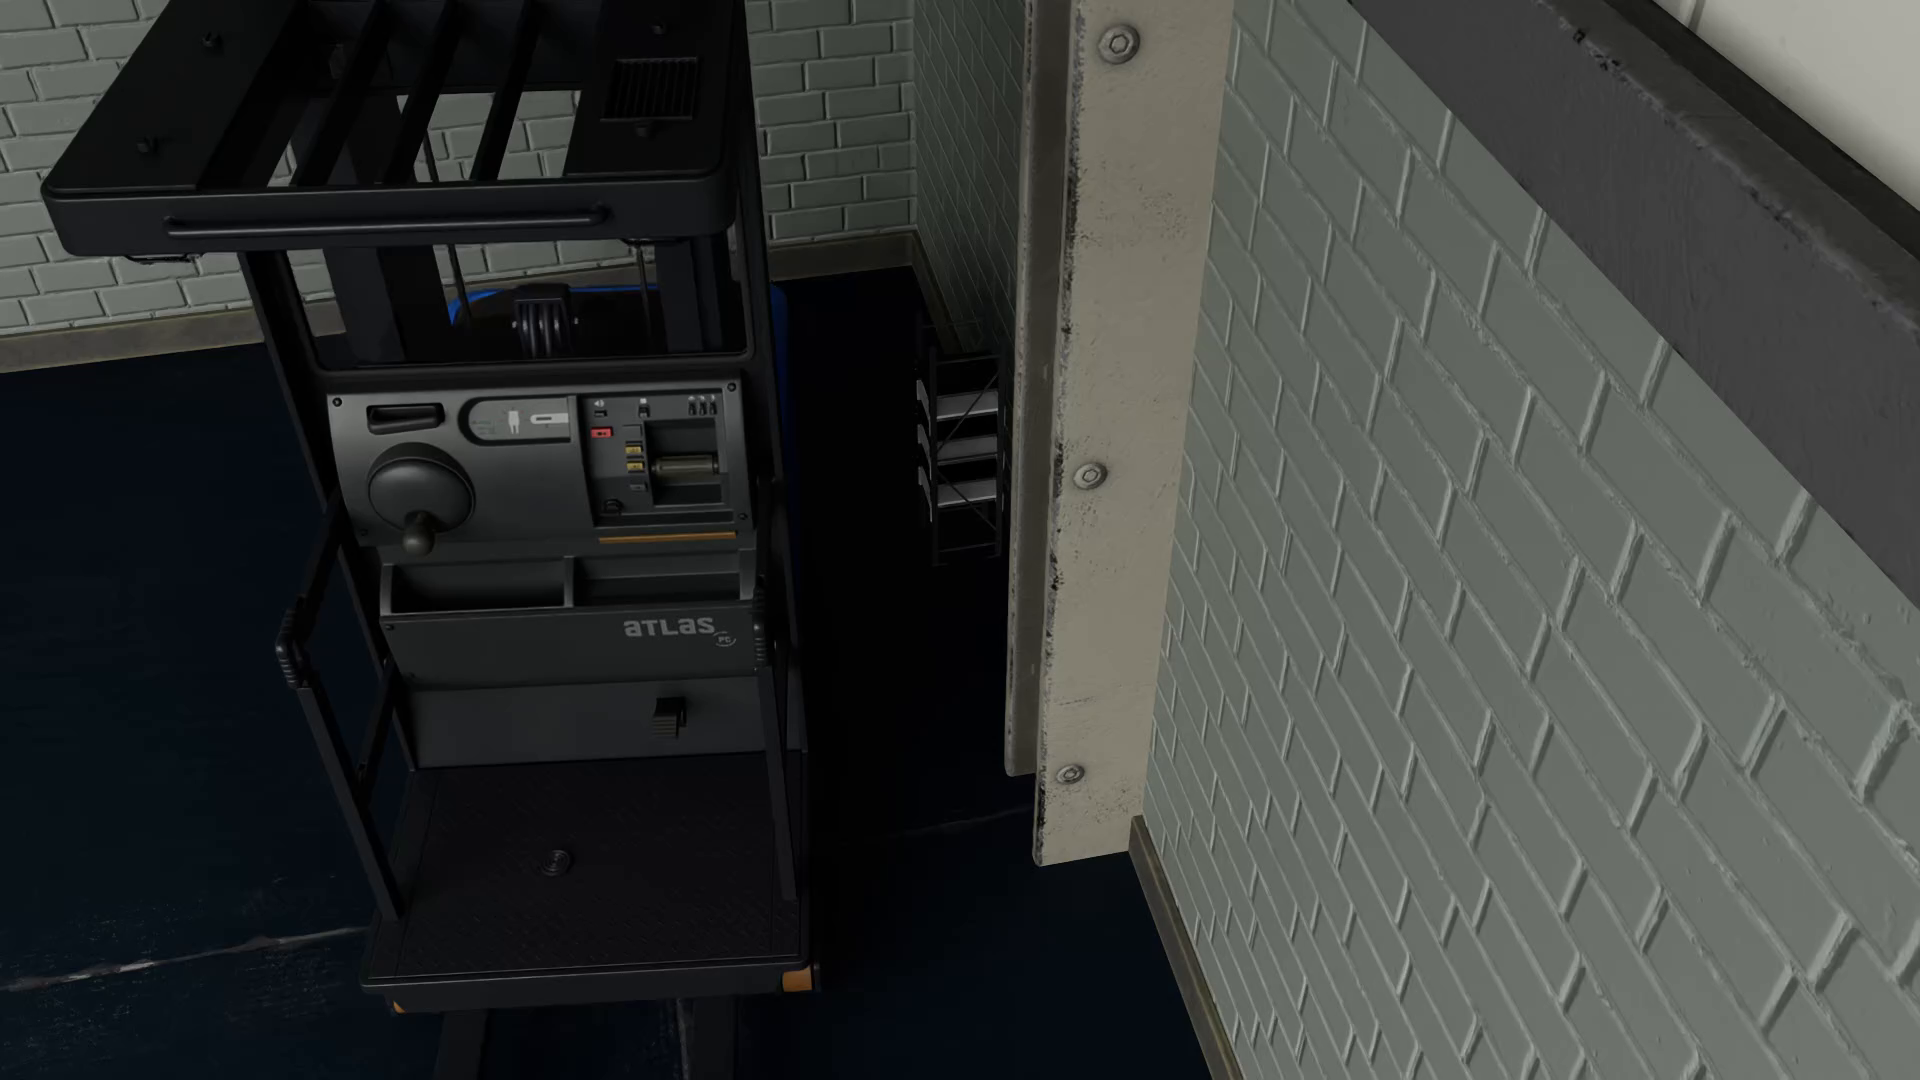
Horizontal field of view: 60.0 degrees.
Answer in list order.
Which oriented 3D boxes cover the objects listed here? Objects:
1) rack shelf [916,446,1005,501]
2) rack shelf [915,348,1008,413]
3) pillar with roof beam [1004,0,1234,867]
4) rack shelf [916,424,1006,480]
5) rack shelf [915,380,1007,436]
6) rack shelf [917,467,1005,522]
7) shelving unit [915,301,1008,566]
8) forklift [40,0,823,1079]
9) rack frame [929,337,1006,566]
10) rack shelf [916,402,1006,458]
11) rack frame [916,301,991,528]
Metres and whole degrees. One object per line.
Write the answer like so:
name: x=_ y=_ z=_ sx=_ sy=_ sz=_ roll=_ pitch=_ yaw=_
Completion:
rack shelf: x=0.002 y=-0.239 z=5.527 sx=0.258 sy=0.077 sz=0.200 roll=-8 pitch=42 yaw=-9
rack shelf: x=0.002 y=-0.508 z=5.288 sx=0.258 sy=0.077 sz=0.200 roll=-8 pitch=42 yaw=-9
pillar with roof beam: x=-3.880 y=-1.974 z=1.195 sx=9.100 sy=9.000 sz=0.400 roll=-8 pitch=42 yaw=-9
rack shelf: x=0.002 y=-0.306 z=5.467 sx=0.258 sy=0.077 sz=0.200 roll=-8 pitch=42 yaw=-9
rack shelf: x=0.002 y=-0.441 z=5.348 sx=0.258 sy=0.077 sz=0.200 roll=-8 pitch=42 yaw=-9
rack shelf: x=0.002 y=-0.172 z=5.587 sx=0.258 sy=0.077 sz=0.200 roll=-8 pitch=42 yaw=-9
shelving unit: x=0.002 y=-0.331 z=5.445 sx=0.258 sy=0.900 sz=0.210 roll=-8 pitch=42 yaw=-9
forklift: x=-0.941 y=-0.093 z=3.647 sx=1.130 sy=2.935 sz=3.031 roll=-2 pitch=42 yaw=-3
rack frame: x=0.024 y=-0.265 z=5.371 sx=0.240 sy=0.900 sz=0.006 roll=-8 pitch=42 yaw=-9
rack shelf: x=0.002 y=-0.374 z=5.408 sx=0.258 sy=0.077 sz=0.200 roll=-8 pitch=42 yaw=-9
rack frame: x=-0.020 y=-0.397 z=5.520 sx=0.240 sy=0.900 sz=0.006 roll=-8 pitch=42 yaw=-9
